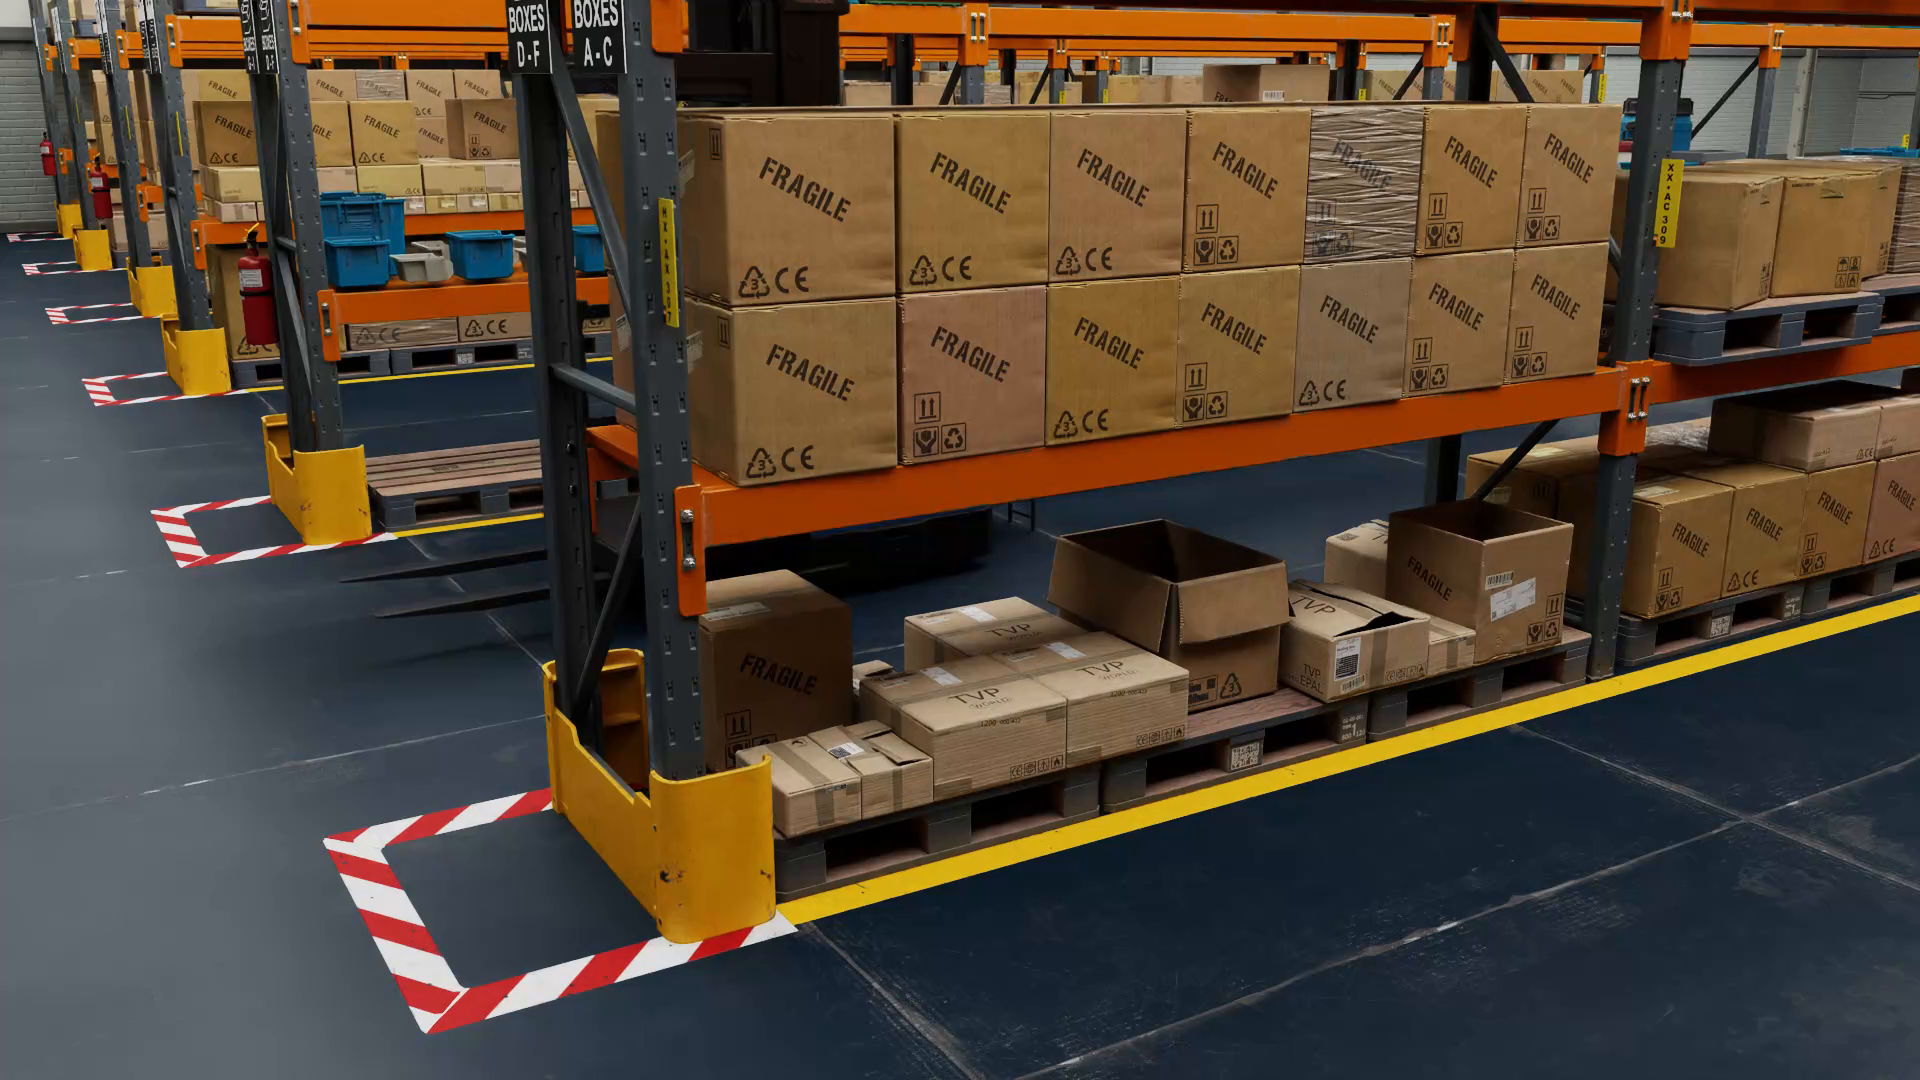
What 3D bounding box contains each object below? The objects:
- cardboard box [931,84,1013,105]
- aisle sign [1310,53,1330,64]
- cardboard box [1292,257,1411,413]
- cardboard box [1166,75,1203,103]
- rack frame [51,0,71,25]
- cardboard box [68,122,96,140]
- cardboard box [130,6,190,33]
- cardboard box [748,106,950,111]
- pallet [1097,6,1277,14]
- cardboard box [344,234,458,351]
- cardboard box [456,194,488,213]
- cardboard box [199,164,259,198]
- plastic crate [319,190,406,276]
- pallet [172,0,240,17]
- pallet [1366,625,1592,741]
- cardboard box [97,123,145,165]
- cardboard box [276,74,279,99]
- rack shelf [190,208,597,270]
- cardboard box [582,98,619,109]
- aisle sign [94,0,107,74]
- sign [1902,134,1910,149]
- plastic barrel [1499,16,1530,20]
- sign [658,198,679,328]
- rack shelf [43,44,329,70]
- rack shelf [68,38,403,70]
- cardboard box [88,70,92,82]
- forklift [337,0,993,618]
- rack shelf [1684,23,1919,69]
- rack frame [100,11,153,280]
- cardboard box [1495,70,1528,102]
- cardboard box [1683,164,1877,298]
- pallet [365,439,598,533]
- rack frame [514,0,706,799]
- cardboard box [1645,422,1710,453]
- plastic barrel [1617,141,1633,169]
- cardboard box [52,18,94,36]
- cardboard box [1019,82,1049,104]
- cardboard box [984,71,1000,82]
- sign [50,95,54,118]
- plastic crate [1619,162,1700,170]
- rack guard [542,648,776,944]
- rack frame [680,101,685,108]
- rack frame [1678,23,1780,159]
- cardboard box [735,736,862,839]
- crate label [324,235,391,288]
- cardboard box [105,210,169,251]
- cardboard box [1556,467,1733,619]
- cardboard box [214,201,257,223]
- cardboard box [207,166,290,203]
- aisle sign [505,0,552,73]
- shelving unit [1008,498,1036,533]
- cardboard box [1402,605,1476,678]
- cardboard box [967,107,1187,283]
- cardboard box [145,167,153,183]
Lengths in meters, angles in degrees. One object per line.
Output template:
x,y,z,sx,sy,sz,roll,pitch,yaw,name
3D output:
0.088,-4.264,16.521,0.637,0.503,0.797,-9,18,-28,cardboard box
5.328,-7.297,24.567,0.004,0.787,0.394,-9,18,-30,aisle sign
1.216,-0.758,5.871,0.500,0.500,0.500,-9,18,-28,cardboard box
2.963,-6.331,23.658,0.550,0.550,0.875,-9,18,-30,cardboard box
-11.238,-7.900,20.422,0.127,3.000,1.000,-9,18,-30,rack frame
-13.270,-6.231,25.309,0.500,0.250,0.500,-9,18,-29,cardboard box
-8.086,-5.256,16.823,0.500,0.250,0.500,-8,18,-28,cardboard box
-0.364,-1.152,5.424,0.500,0.500,0.500,-9,18,-28,cardboard box
1.437,-3.772,11.602,1.213,0.211,1.003,-9,18,-30,pallet
-4.847,-2.132,14.117,0.875,0.875,0.875,-9,18,-30,cardboard box
-4.119,-2.822,13.885,0.250,0.149,0.380,-9,18,-29,cardboard box
-5.856,-2.919,13.491,0.500,0.250,0.500,-10,18,-31,cardboard box
-3.393,-1.709,9.271,0.499,0.435,0.616,-9,18,-30,plastic crate
-5.504,-4.226,13.036,1.213,0.211,1.003,-9,18,-30,pallet
1.804,0.456,6.894,1.213,0.211,1.003,-9,18,-30,pallet
-10.679,-5.060,21.219,0.500,0.500,0.500,-9,18,-30,cardboard box
-7.194,-4.693,17.506,0.500,0.500,0.500,-10,18,-31,cardboard box
-4.420,-2.651,14.141,4.000,0.370,1.077,-9,18,-30,rack shelf
-2.962,-3.581,14.466,0.500,0.500,0.500,-9,18,-28,cardboard box
-8.820,-5.192,17.056,0.004,0.787,0.394,-9,18,-30,aisle sign
9.852,-4.058,17.317,0.005,0.325,0.100,-9,18,-30,sign
4.089,-4.435,12.687,0.600,0.901,0.600,0,16,0,plastic barrel
-0.756,-0.718,4.309,0.005,0.325,0.100,-9,18,-30,sign
-12.083,-7.536,26.010,4.000,0.370,1.077,-9,18,-30,rack shelf
-9.524,-6.388,21.915,4.000,0.370,1.077,-9,18,-30,rack shelf
-11.034,-5.950,21.339,0.250,0.149,0.380,-9,18,-29,cardboard box
-1.350,-1.173,7.665,3.031,2.935,1.130,-10,19,-32,forklift
8.417,-4.617,15.599,4.000,0.370,1.077,-9,18,-30,rack shelf
-8.602,-3.881,17.196,0.127,3.000,1.000,-9,18,-30,rack frame
6.381,-5.342,19.822,0.500,0.500,0.500,-9,18,-30,cardboard box
3.471,-1.357,7.231,0.500,0.500,0.700,-6,17,-21,cardboard box
-2.857,-0.336,9.717,1.213,0.211,1.003,-9,18,-30,pallet
-1.036,-0.426,4.874,0.127,3.000,1.000,-9,18,-30,rack frame
3.526,-0.262,8.103,0.500,0.500,0.500,-9,18,-29,cardboard box
5.769,-3.224,14.603,0.433,0.535,0.433,0,16,0,plastic barrel
-13.277,-7.673,24.896,0.500,0.250,0.500,-9,18,-30,cardboard box
0.821,-5.936,22.490,0.500,0.500,0.700,-10,18,-31,cardboard box
0.430,-7.493,27.495,0.500,0.500,0.700,-10,18,-31,cardboard box
-13.518,-6.451,24.762,0.005,0.325,0.100,-9,18,-30,sign
5.917,-3.008,14.113,0.575,0.384,0.392,-9,18,-30,plastic crate
-0.971,0.767,5.249,0.348,0.500,1.175,-9,18,-30,rack guard
-2.706,-3.275,15.036,0.127,3.000,1.000,-9,18,-30,rack frame
6.702,-3.241,14.915,0.127,3.000,1.000,-9,18,-30,rack frame
-0.500,0.756,5.123,0.250,0.149,0.380,-9,18,-30,cardboard box
-3.203,-1.479,8.829,0.303,0.233,0.416,-9,18,-30,crate label
-10.724,-4.095,21.930,0.875,0.438,0.875,-10,18,-32,cardboard box
2.933,-0.002,7.174,0.500,0.500,0.500,-10,19,-32,cardboard box
-5.660,-2.571,12.990,0.250,0.149,0.380,-9,18,-29,cardboard box
-5.584,-2.794,13.047,0.500,0.250,0.500,-10,18,-31,cardboard box
-1.252,-1.740,4.742,0.004,0.787,0.394,-9,18,-30,aisle sign
0.133,-0.605,8.847,0.503,1.200,0.258,-10,19,-32,shelving unit
1.760,0.389,6.430,0.250,0.149,0.380,-9,18,-30,cardboard box
0.356,-1.100,5.237,0.500,0.500,0.500,-9,18,-29,cardboard box
-8.469,-3.870,17.625,0.250,0.149,0.380,-9,18,-30,cardboard box
